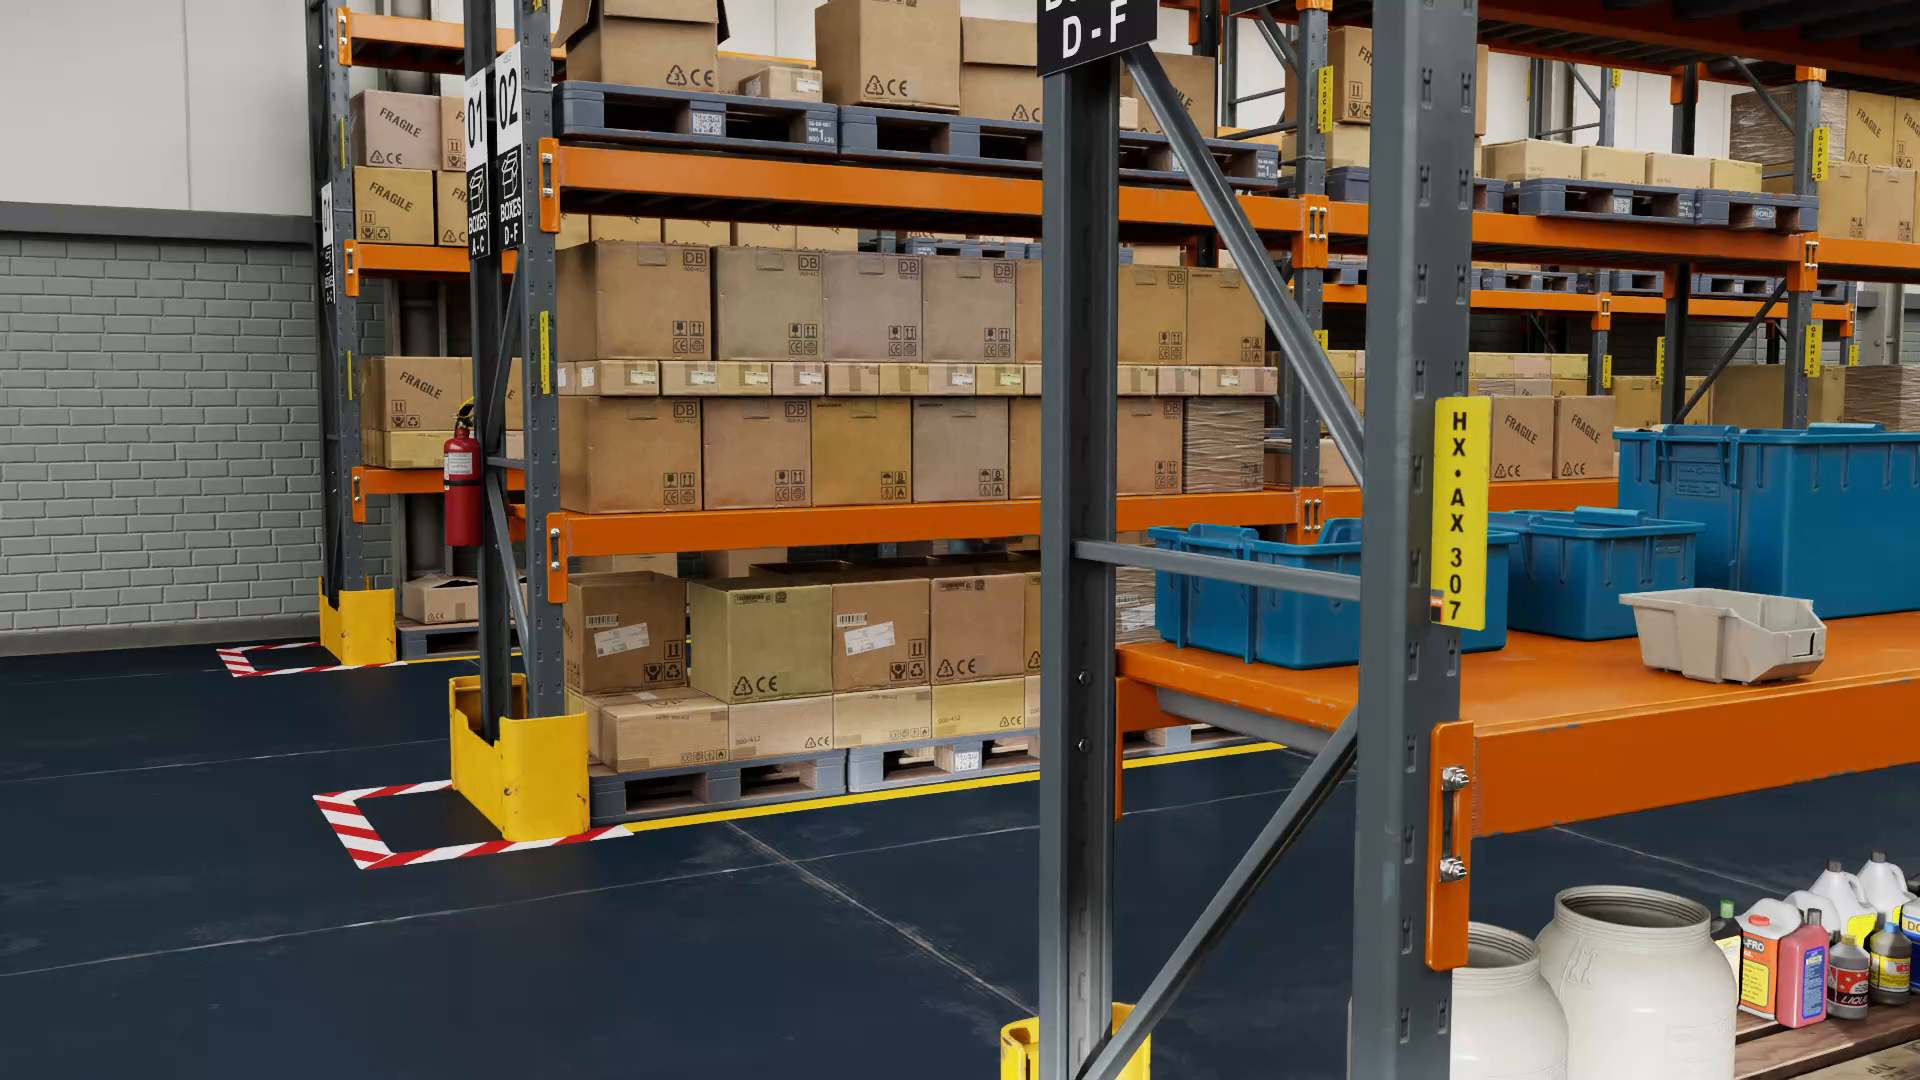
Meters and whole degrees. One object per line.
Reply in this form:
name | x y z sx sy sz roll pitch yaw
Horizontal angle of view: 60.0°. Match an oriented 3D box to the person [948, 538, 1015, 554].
person | 0.153 0.001 10.612 0.521 1.767 0.573 -3 6 -29
